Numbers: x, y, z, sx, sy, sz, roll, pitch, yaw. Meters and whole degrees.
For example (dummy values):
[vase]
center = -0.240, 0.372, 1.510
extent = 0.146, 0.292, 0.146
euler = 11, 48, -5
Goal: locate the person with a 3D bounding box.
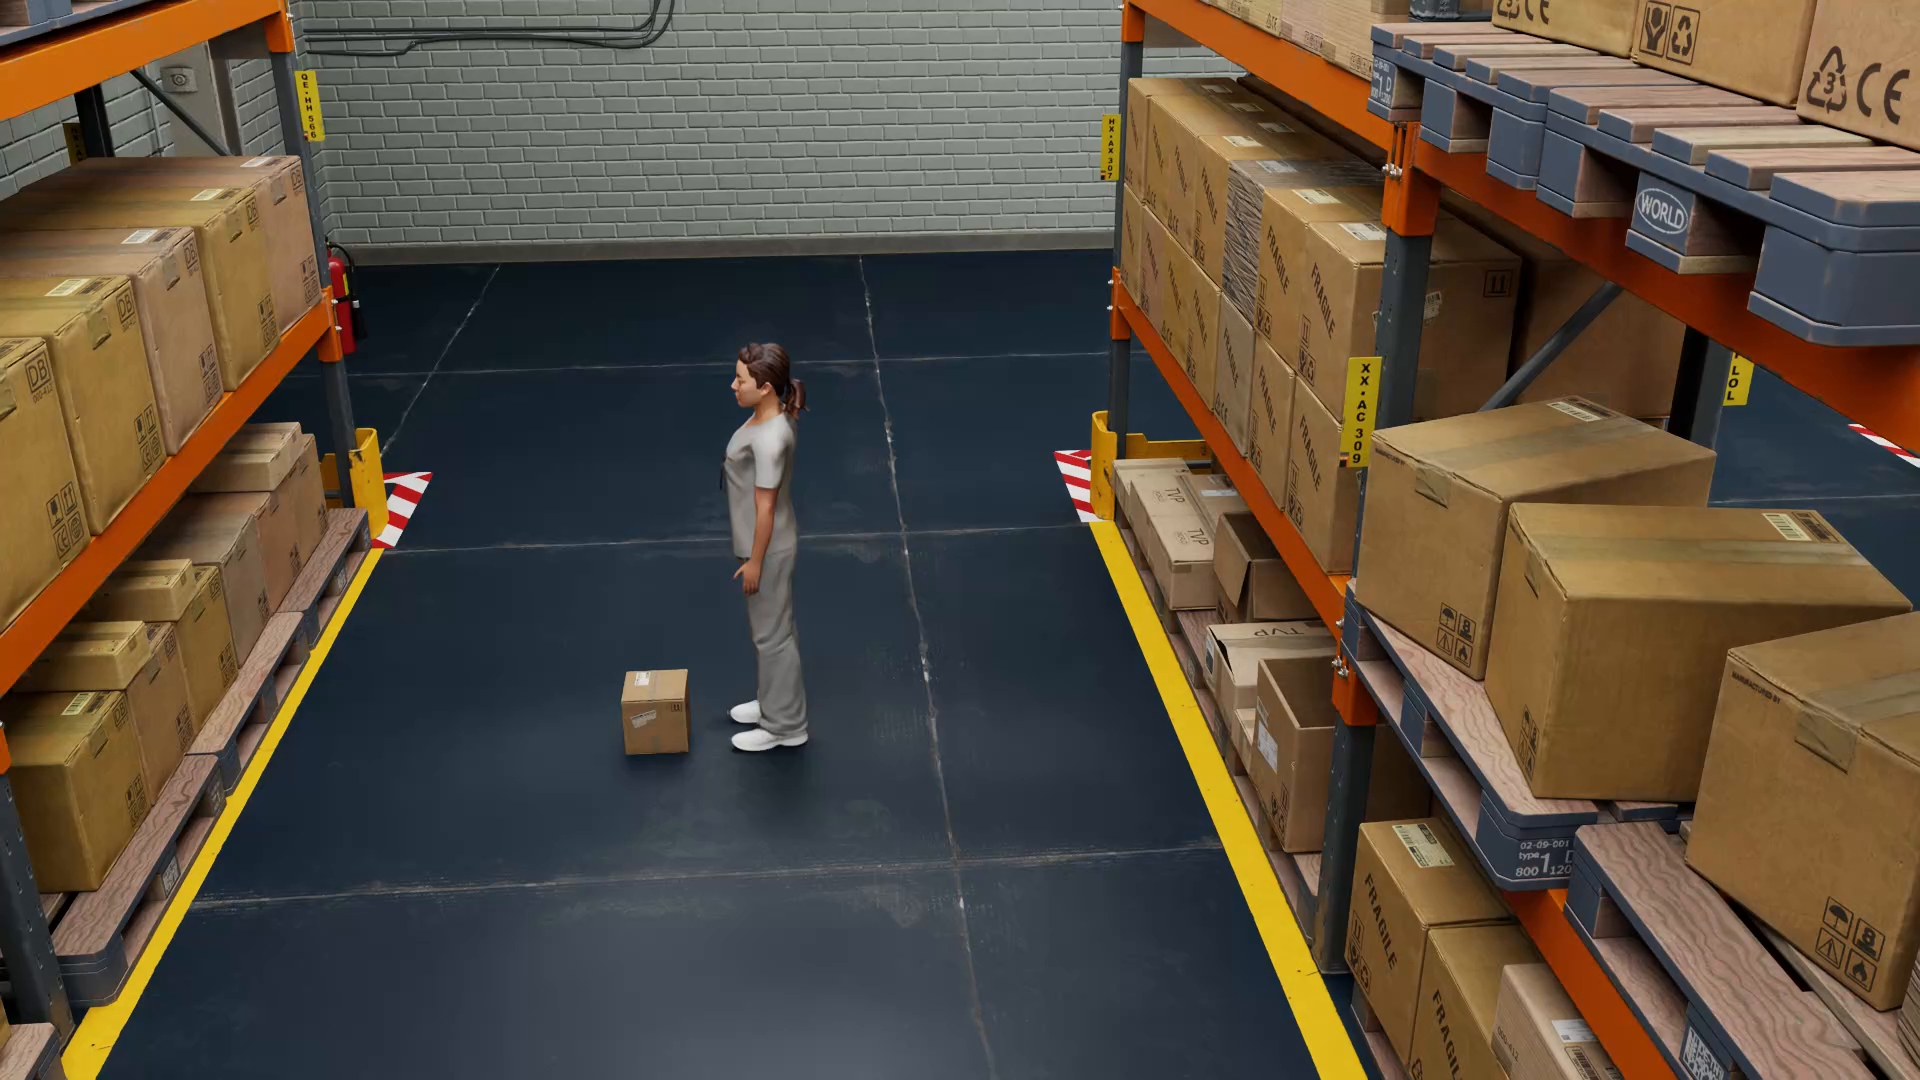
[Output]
[person]
center = -0.759, 0.034, 6.526
extent = 0.384, 1.676, 0.440
euler = -2, 24, -4
